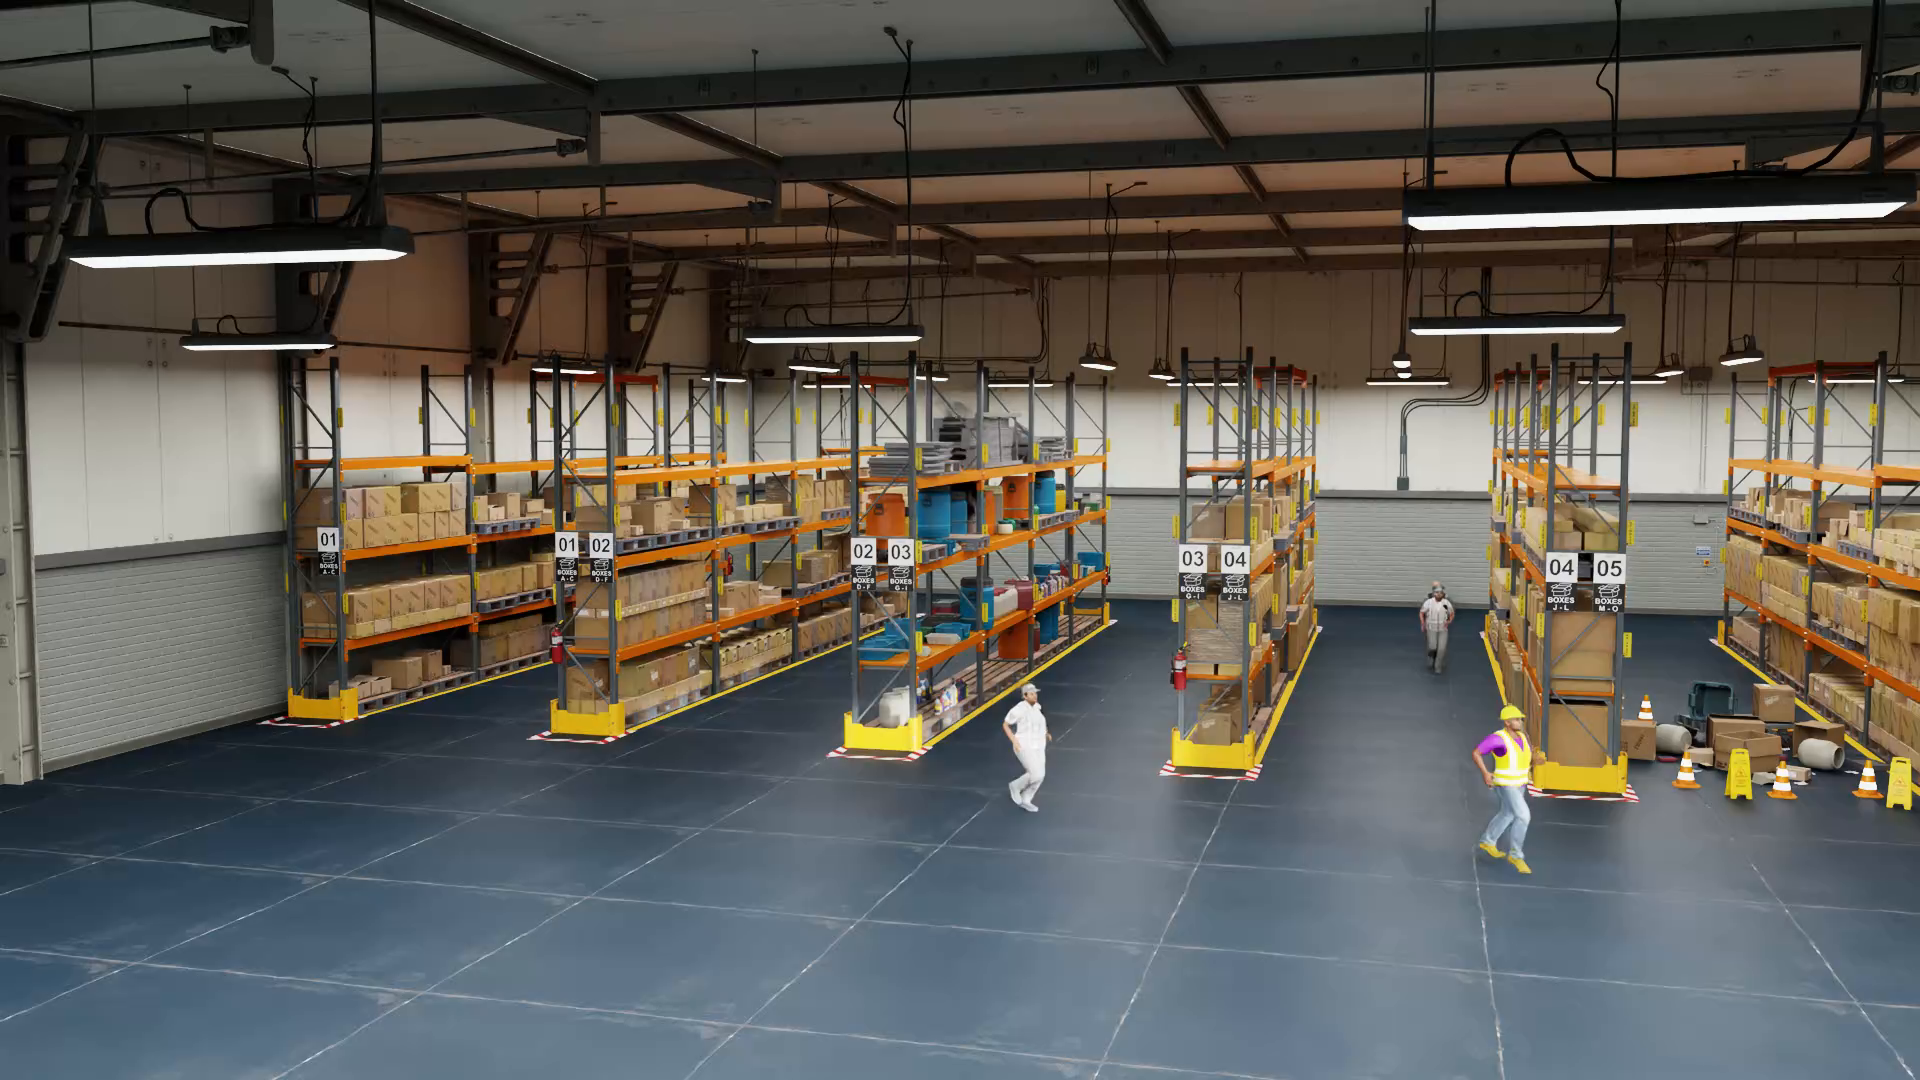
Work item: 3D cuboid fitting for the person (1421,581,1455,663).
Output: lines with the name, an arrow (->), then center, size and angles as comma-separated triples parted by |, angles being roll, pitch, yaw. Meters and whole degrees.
person -> 9.694, 1.679, 33.779 | 0.672, 1.674, 0.610 | 2, 4, 21

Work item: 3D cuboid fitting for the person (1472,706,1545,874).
person -> 6.126, 2.761, 18.531 | 0.675, 1.827, 0.780 | -4, 6, -42

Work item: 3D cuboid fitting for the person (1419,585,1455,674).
person -> 9.377, 1.744, 32.657 | 0.672, 1.741, 0.599 | 1, 4, 11

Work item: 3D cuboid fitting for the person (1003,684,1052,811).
person -> 0.918, 2.644, 21.158 | 0.538, 1.627, 0.607 | 4, 6, 44
